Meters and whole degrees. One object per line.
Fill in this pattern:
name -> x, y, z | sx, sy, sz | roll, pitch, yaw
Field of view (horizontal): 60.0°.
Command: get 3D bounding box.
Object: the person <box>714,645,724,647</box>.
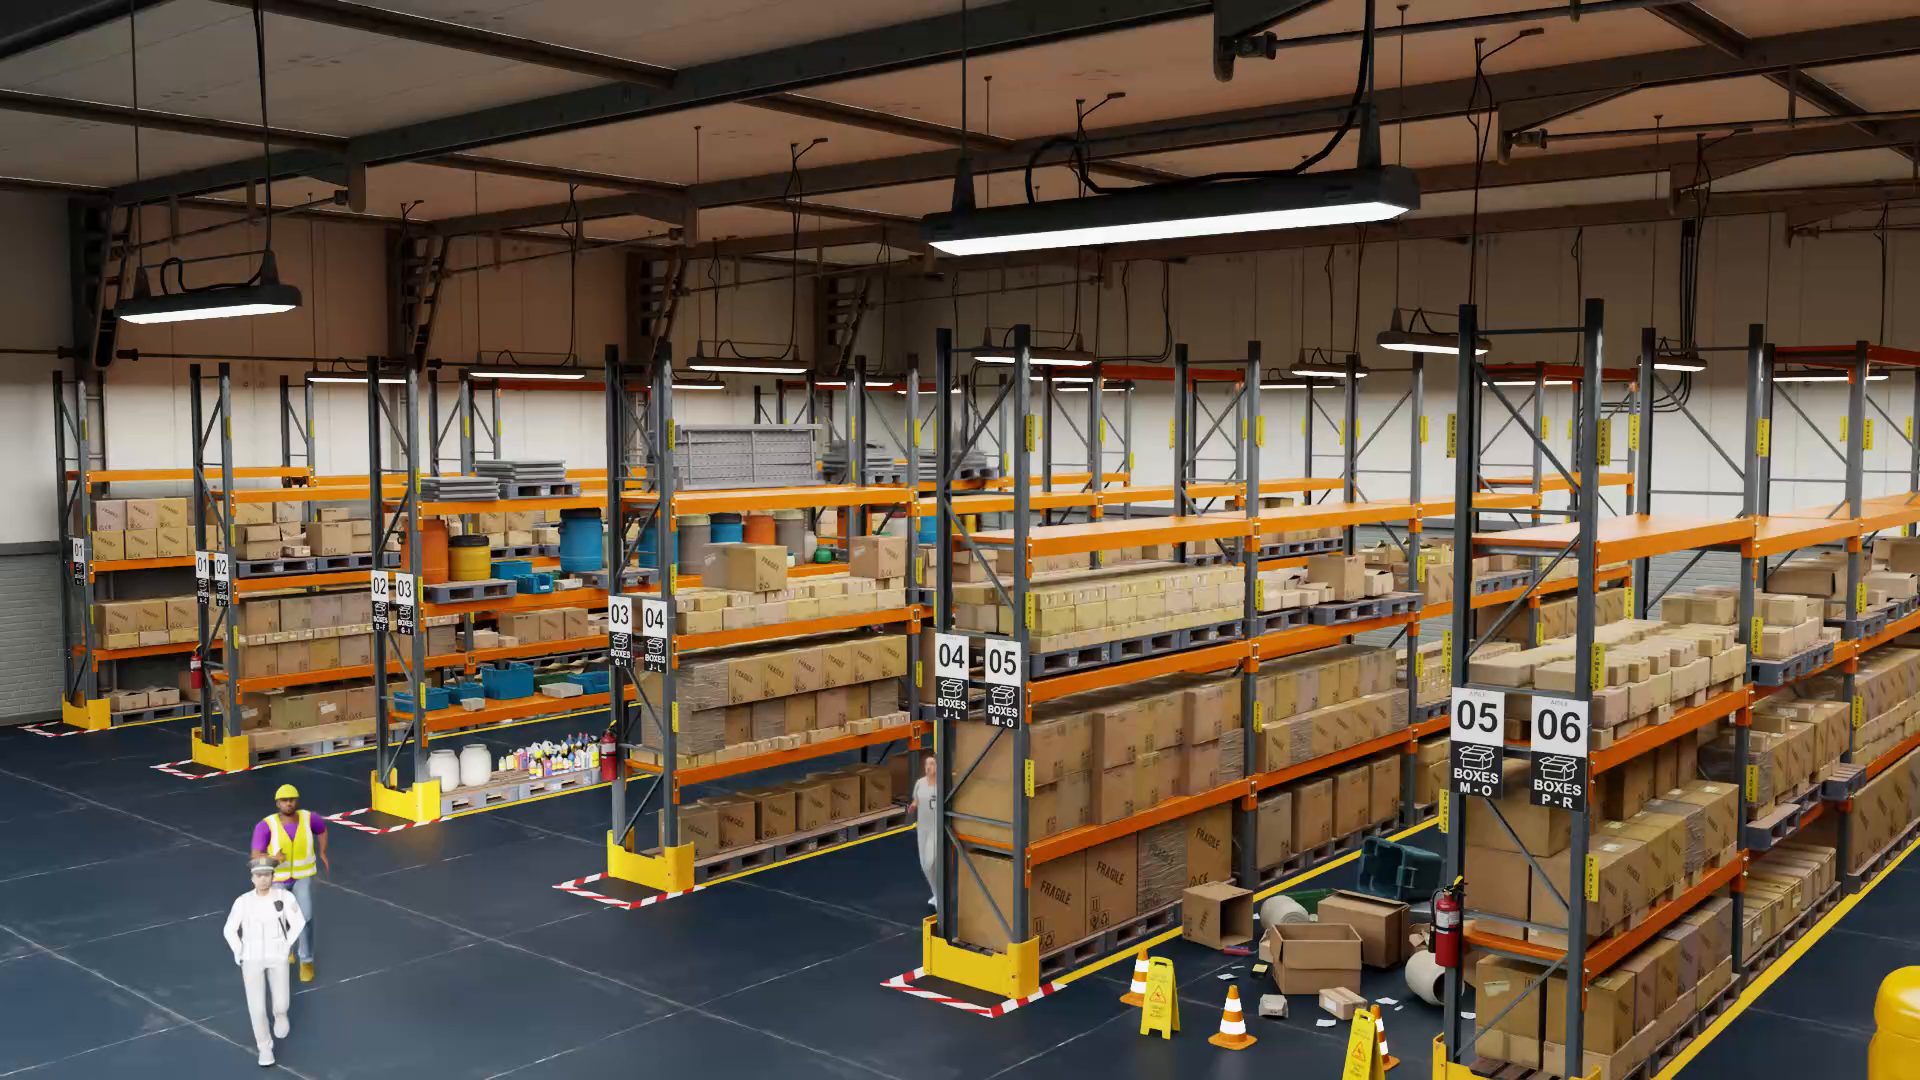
person -> -4.182, 2.148, 29.098 | 0.710, 1.730, 0.643 | 2, 5, 29

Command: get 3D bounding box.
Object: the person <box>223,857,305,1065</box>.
person -> -5.627, 3.367, 13.464 | 0.614, 1.647, 0.580 | -2, 4, -20

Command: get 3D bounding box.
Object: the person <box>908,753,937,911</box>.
person -> -0.299, 3.073, 17.496 | 0.548, 1.656, 0.616 | 2, 5, 31

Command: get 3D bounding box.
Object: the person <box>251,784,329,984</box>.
person -> -6.205, 3.169, 15.430 | 0.668, 1.827, 0.766 | -2, 4, -22
